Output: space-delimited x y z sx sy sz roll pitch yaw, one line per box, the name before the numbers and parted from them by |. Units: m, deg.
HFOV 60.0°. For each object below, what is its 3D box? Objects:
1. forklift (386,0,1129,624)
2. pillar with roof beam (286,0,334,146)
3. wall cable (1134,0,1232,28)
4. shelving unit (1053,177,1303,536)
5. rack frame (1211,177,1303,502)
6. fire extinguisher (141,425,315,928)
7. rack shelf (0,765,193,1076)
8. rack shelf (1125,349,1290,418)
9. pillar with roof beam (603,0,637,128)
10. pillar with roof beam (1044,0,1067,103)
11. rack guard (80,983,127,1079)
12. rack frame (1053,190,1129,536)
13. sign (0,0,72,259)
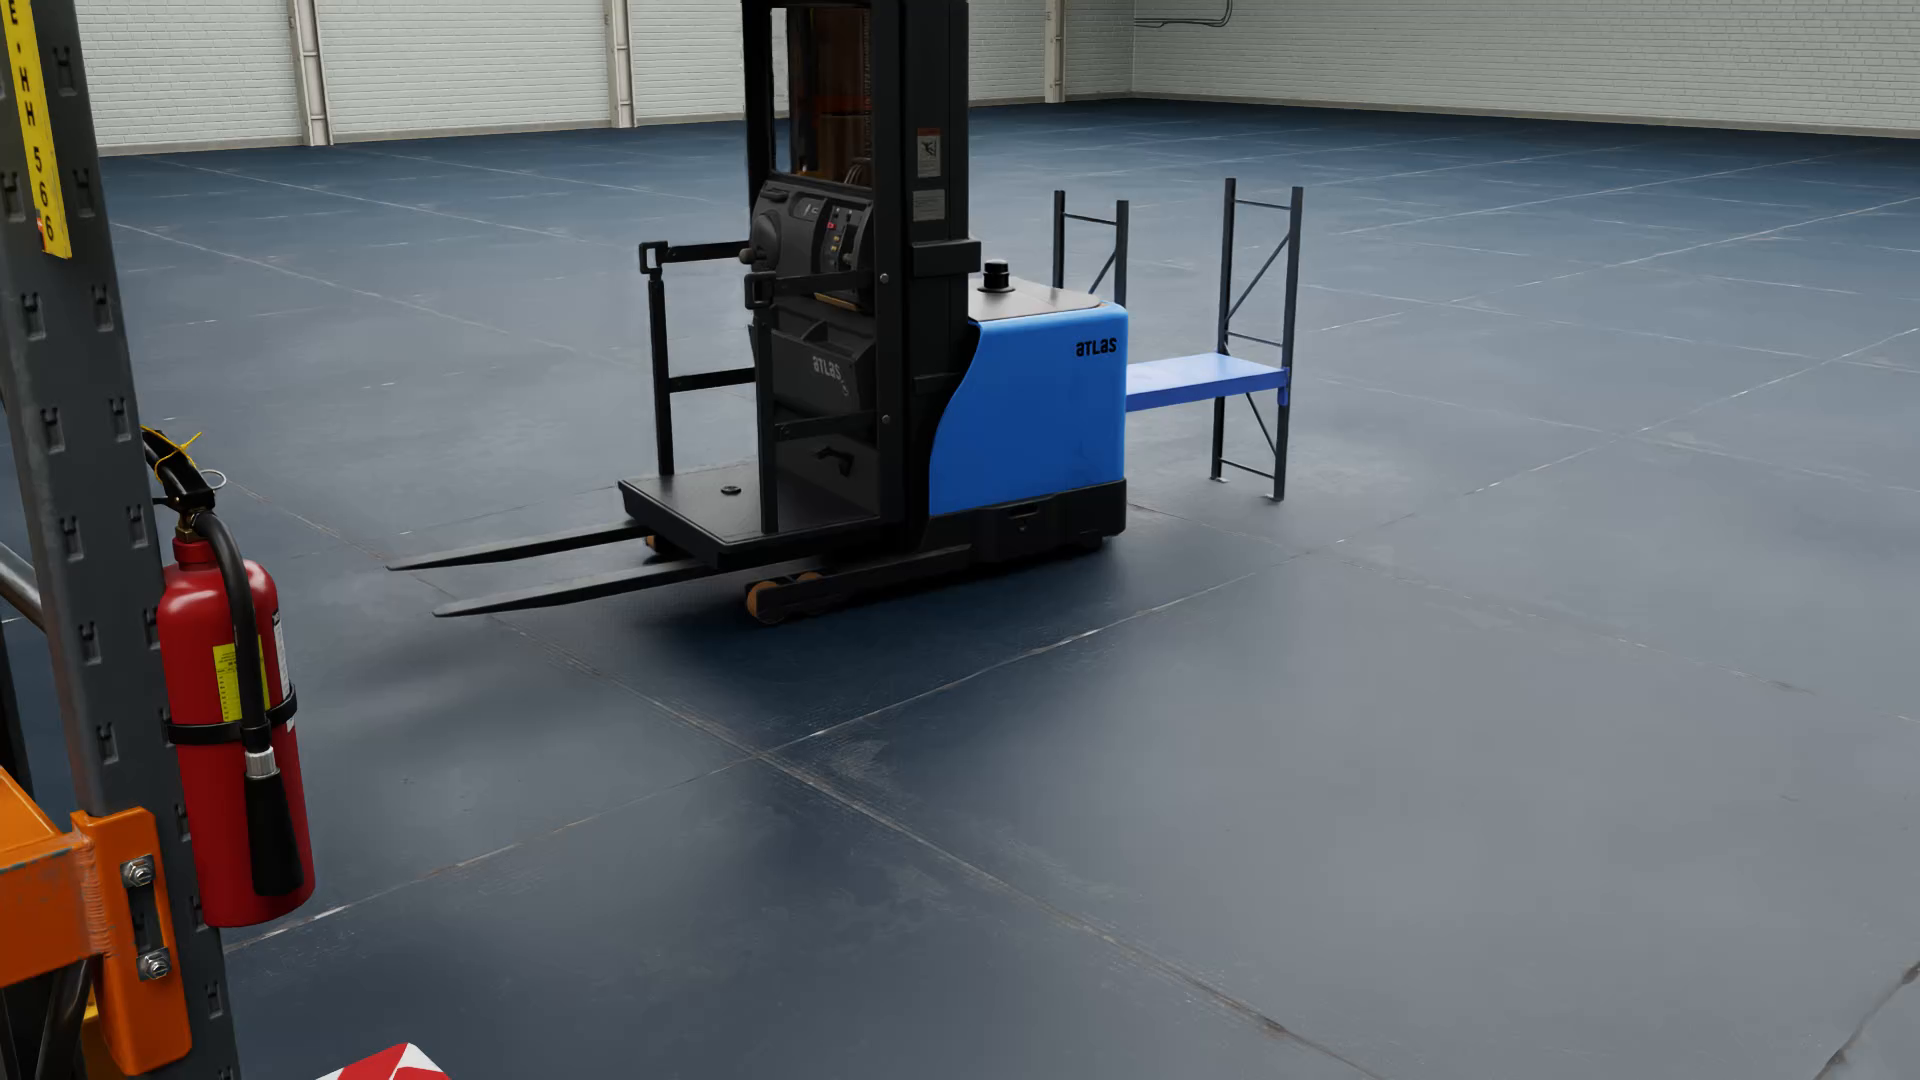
forklift | -0.779 -1.251 6.592 3.031 2.935 1.130 -11 21 -31
pillar with roof beam | -7.860 -9.979 23.671 0.400 9.000 9.100 -16 24 -41
wall cable | 5.310 -13.608 39.901 0.112 2.526 3.097 -16 24 -41
shelving unit | 0.998 -0.882 7.773 1.048 1.500 0.538 -11 21 -31
rack frame | 1.425 -0.967 8.036 0.032 1.500 0.500 -11 21 -31
fire extinguisher | -0.982 0.177 2.202 0.183 0.674 0.296 -16 24 -41
rack shelf | -2.840 0.827 1.238 4.000 0.370 1.077 -16 24 -41
rack shelf | 0.998 -0.711 7.828 1.000 0.185 0.538 -11 21 -31
pillar with roof beam | -3.501 -11.250 27.593 0.400 9.000 9.100 -16 24 -41
pillar with roof beam | 5.219 -13.793 35.435 0.400 9.000 9.100 -16 24 -41
rack guard | -1.370 1.245 2.835 0.348 0.500 1.175 -16 24 -41
rack frame | 0.572 -0.797 7.510 0.032 1.500 0.500 -11 21 -31
sign | -1.025 -0.478 1.835 0.005 0.325 0.100 -16 24 -41
